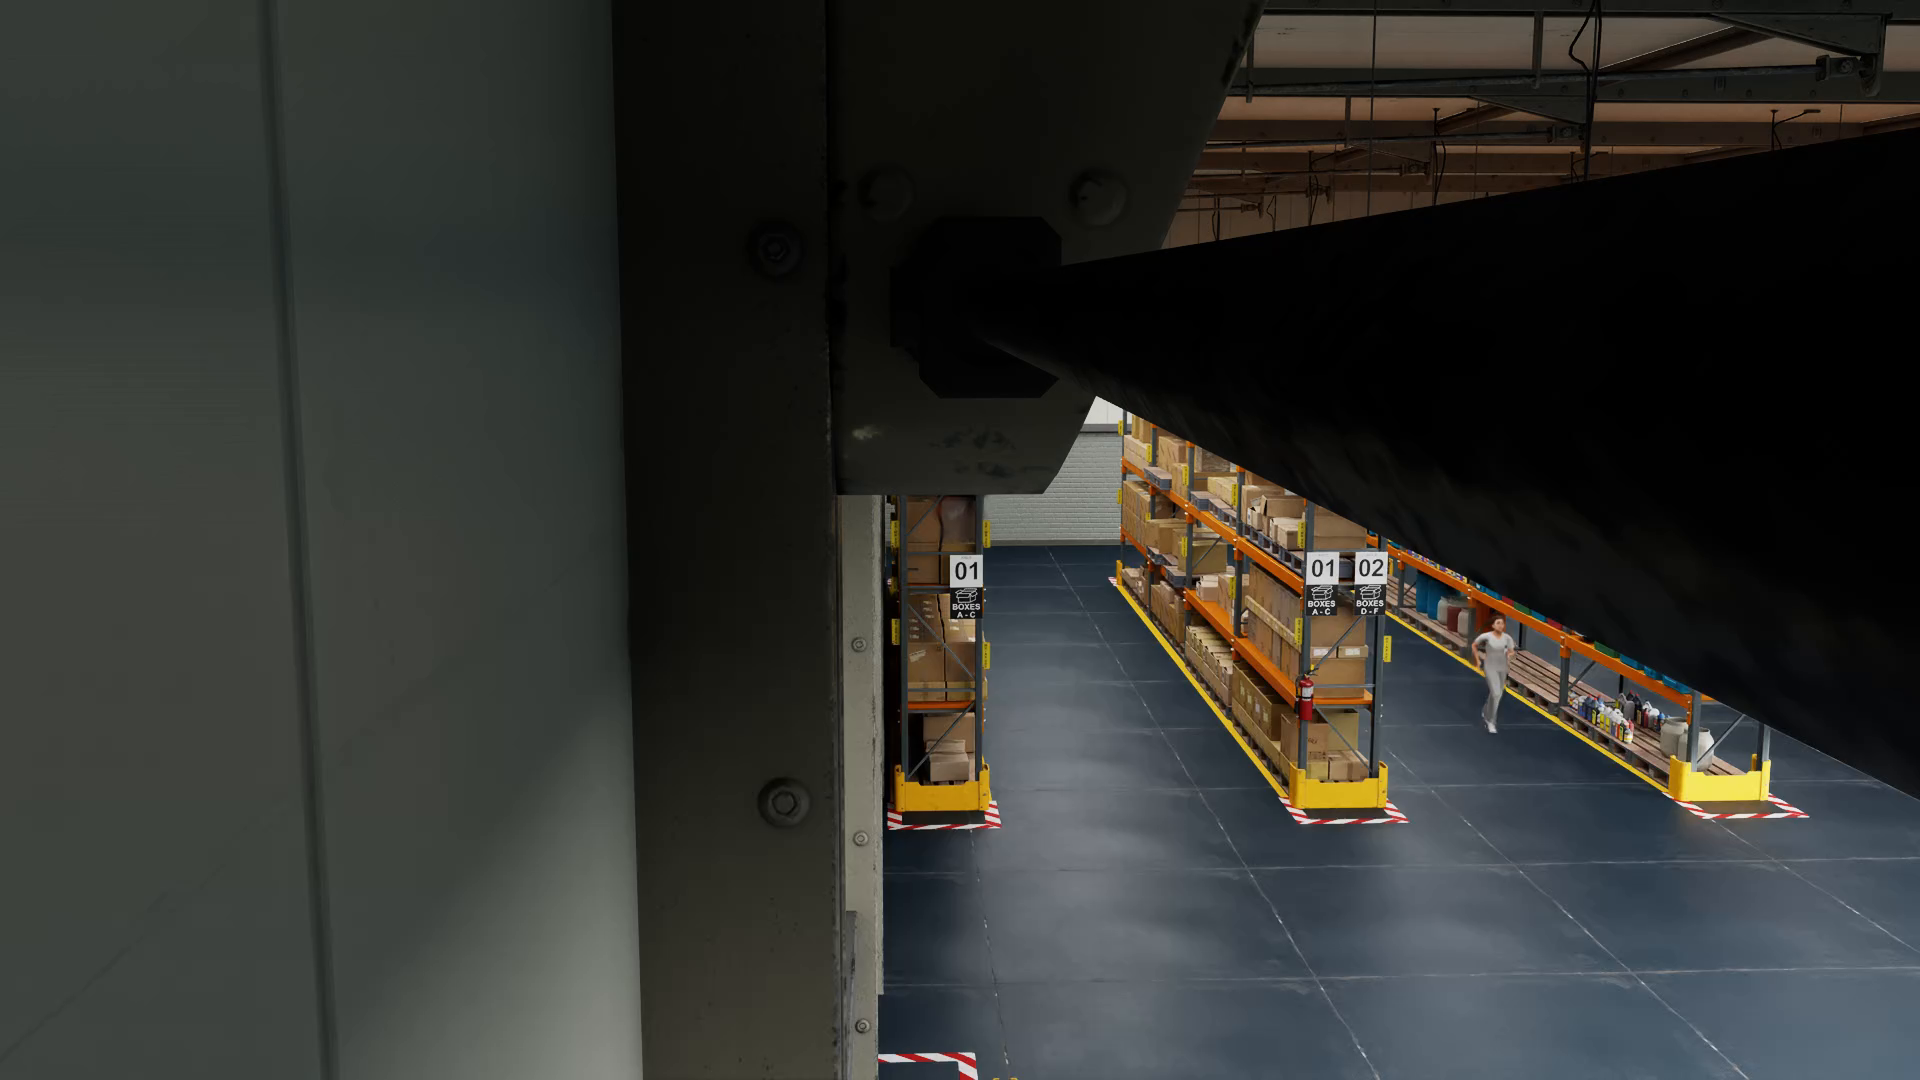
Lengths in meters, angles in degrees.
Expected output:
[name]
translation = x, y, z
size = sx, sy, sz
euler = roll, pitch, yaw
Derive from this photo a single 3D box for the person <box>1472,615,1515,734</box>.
[person]
translation = 7.797, 1.941, 24.263
size = 0.531, 1.720, 0.738
euler = -2, 9, -11
